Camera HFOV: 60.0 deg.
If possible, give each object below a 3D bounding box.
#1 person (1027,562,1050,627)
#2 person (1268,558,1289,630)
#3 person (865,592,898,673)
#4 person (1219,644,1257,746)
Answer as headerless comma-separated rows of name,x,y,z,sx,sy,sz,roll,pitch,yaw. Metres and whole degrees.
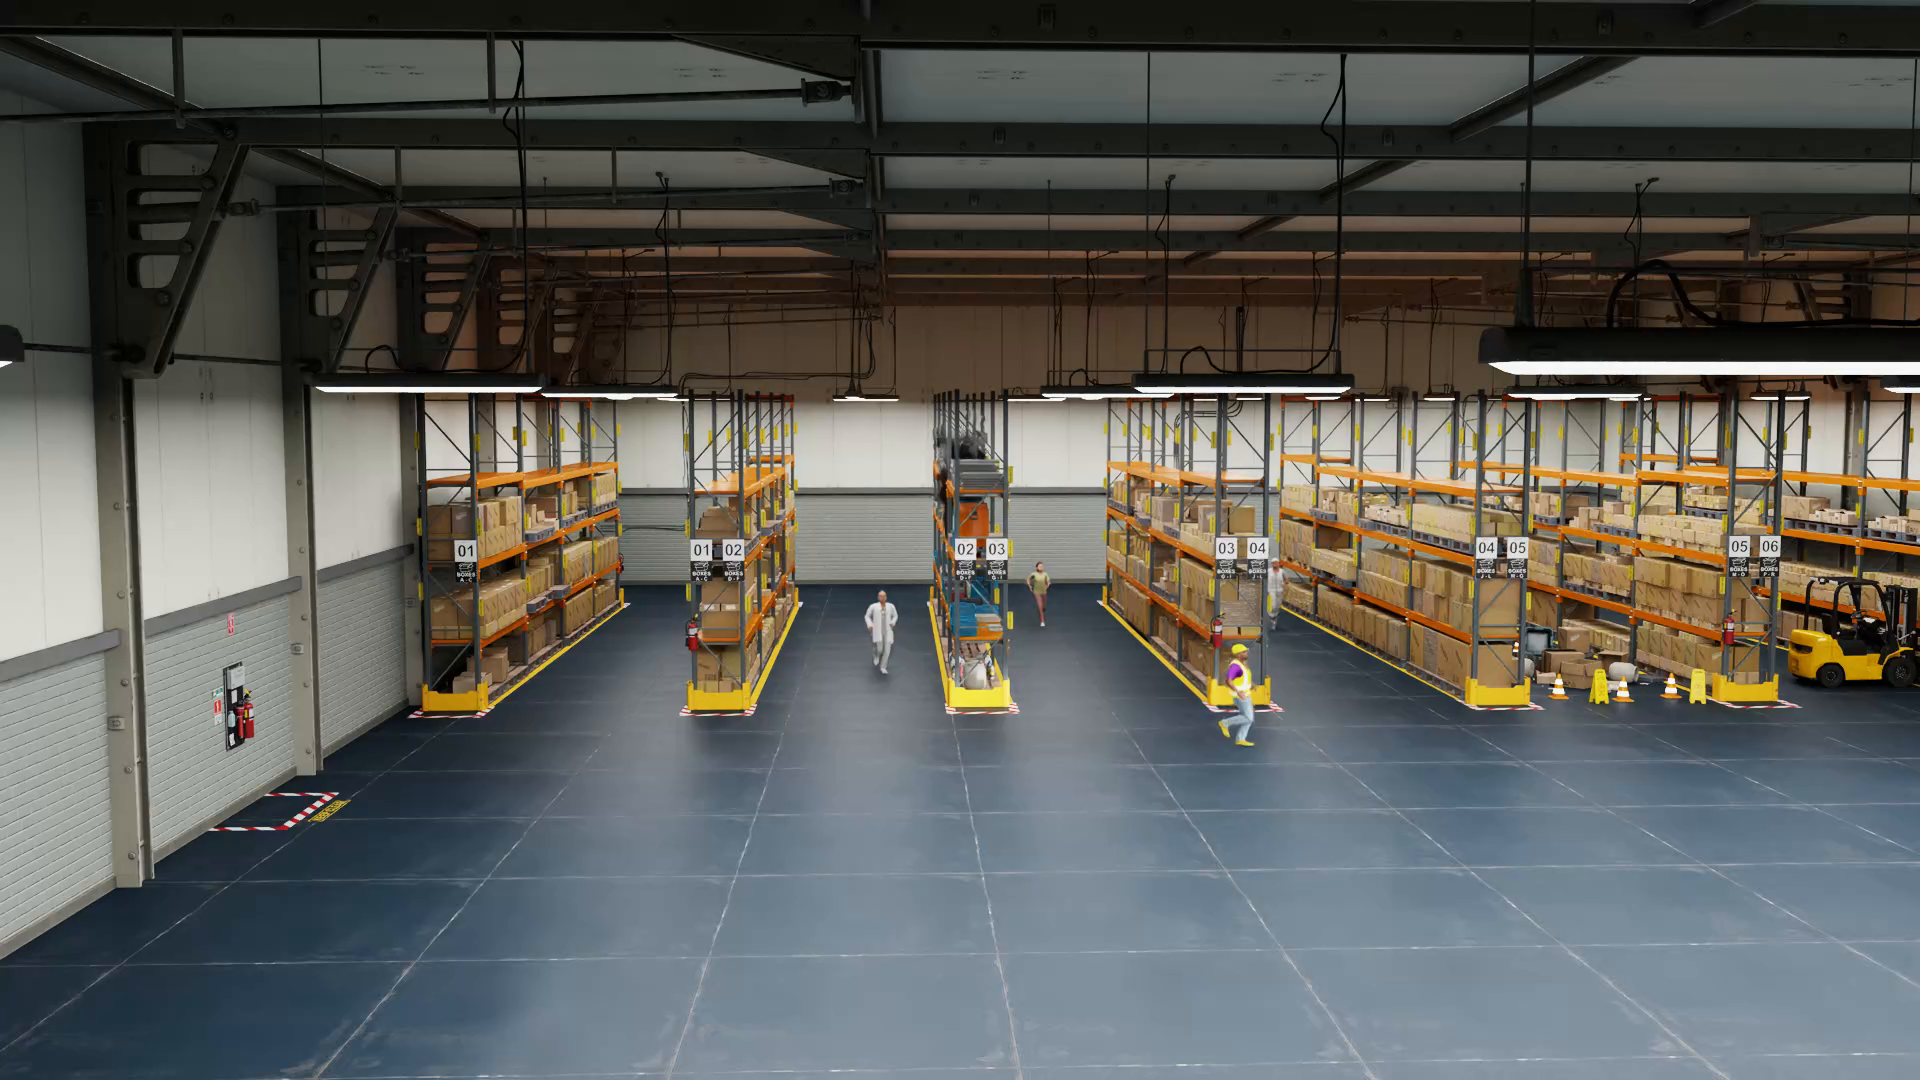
person,2.056,1.388,43.046,0.607,1.638,0.866,-1,5,-11
person,8.081,1.364,42.505,0.639,1.840,0.783,0,5,2
person,-1.655,1.968,35.555,0.709,1.737,0.573,-1,5,-14
person,4.660,2.594,27.888,0.589,1.721,0.702,2,5,21
